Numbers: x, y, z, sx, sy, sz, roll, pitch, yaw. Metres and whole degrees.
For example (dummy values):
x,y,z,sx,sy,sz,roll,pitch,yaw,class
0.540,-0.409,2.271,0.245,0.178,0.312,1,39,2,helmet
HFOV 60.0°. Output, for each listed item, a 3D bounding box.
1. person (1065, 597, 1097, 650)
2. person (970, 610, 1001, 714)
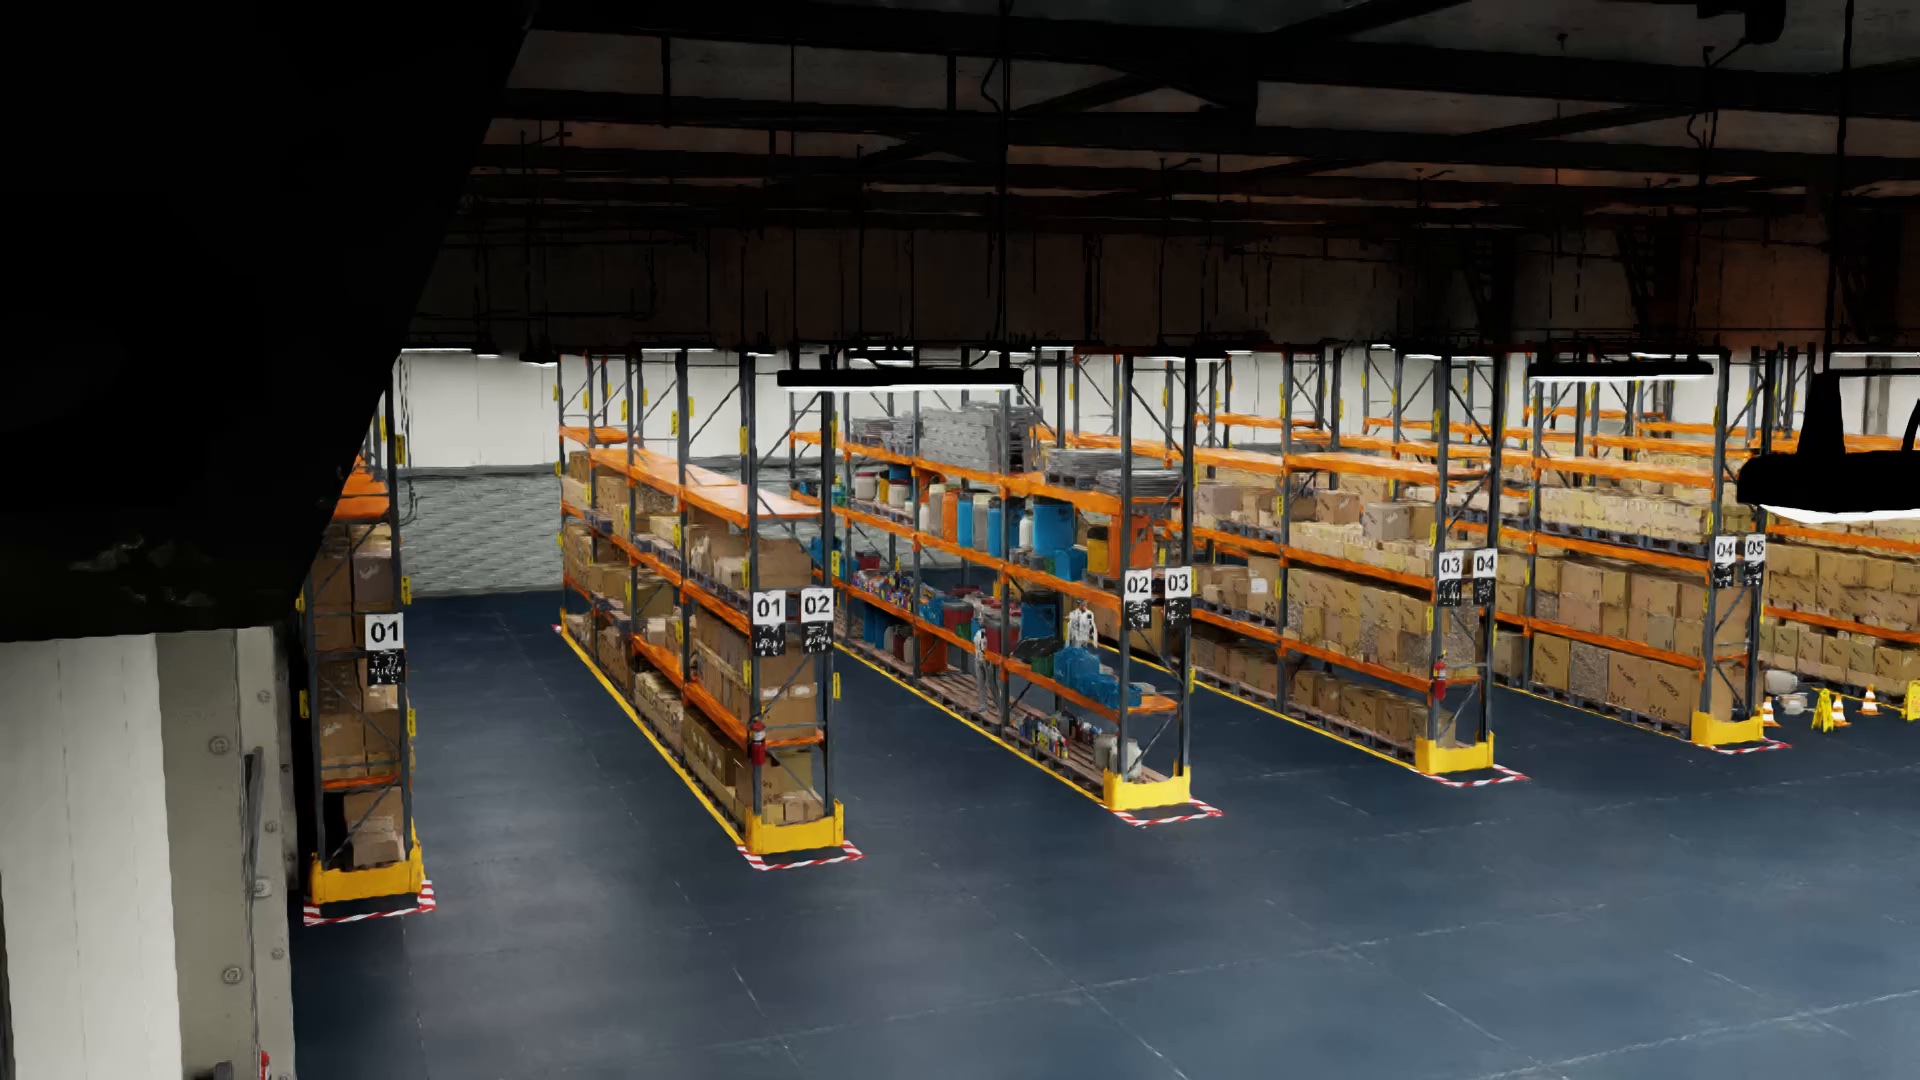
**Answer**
x,y,z,sx,sy,sz,roll,pitch,yaw,class
2.179,1.765,29.584,0.500,1.625,0.988,-3,8,-22,person
0.442,1.940,26.522,0.468,1.675,0.535,-4,8,-28,person
